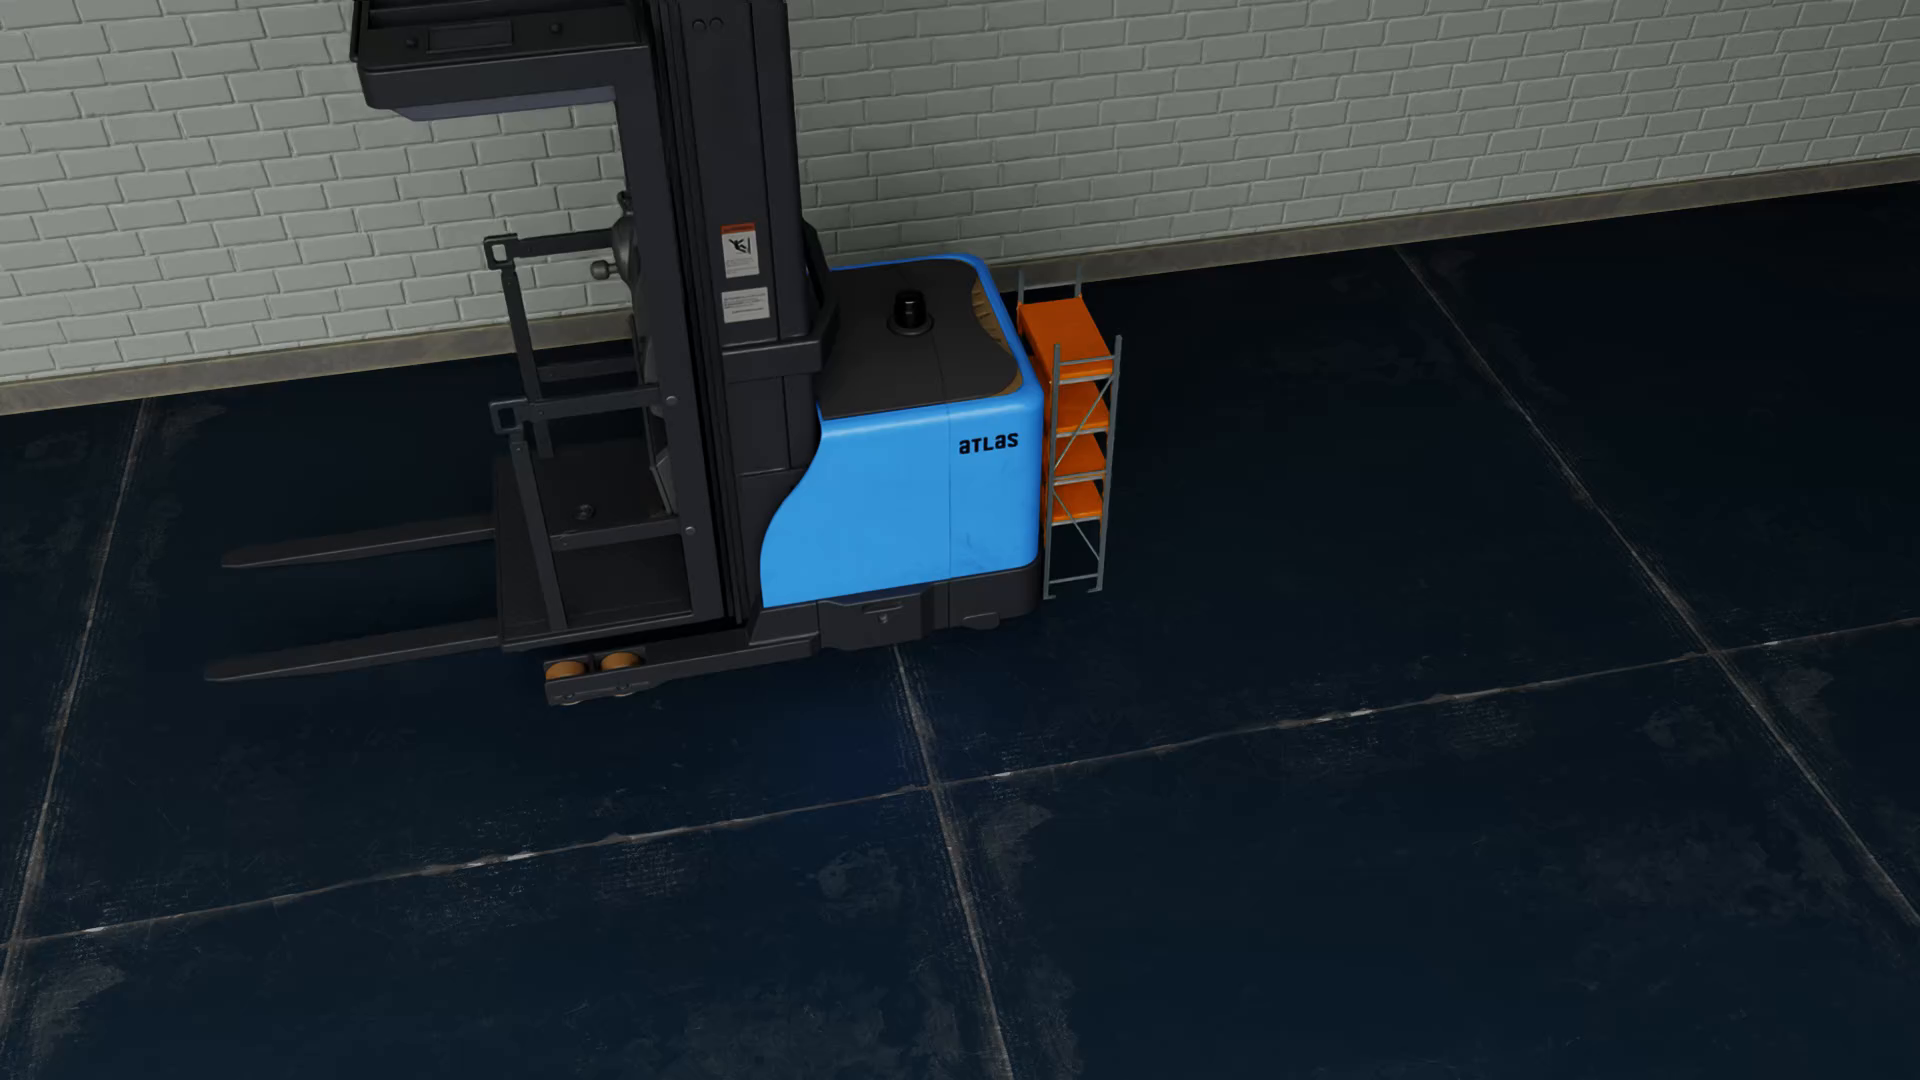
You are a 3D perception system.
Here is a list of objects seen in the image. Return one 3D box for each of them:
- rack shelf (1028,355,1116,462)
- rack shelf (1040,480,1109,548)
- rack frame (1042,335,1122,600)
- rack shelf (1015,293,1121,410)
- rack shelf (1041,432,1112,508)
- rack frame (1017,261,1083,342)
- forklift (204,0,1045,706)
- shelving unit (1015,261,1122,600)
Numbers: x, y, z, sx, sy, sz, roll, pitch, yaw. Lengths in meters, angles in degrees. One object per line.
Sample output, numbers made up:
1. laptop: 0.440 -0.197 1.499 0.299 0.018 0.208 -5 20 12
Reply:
1. rack shelf: 0.385 -0.512 6.187 0.258 0.148 0.480 -9 42 -10
2. rack shelf: 0.385 -0.196 6.468 0.258 0.148 0.480 -9 42 -10
3. rack frame: 0.440 -0.238 6.113 0.240 1.200 0.015 -9 42 -10
4. rack shelf: 0.386 -0.689 6.030 0.258 0.148 0.480 -9 42 -10
5. rack shelf: 0.385 -0.345 6.336 0.258 0.148 0.480 -9 42 -10
6. rack frame: 0.330 -0.553 6.469 0.240 1.200 0.015 -9 42 -10
7. forklift: -1.266 -0.880 5.534 3.031 2.935 1.130 -9 42 -10
8. shelving unit: 0.385 -0.395 6.291 0.258 1.200 0.503 -9 42 -10
